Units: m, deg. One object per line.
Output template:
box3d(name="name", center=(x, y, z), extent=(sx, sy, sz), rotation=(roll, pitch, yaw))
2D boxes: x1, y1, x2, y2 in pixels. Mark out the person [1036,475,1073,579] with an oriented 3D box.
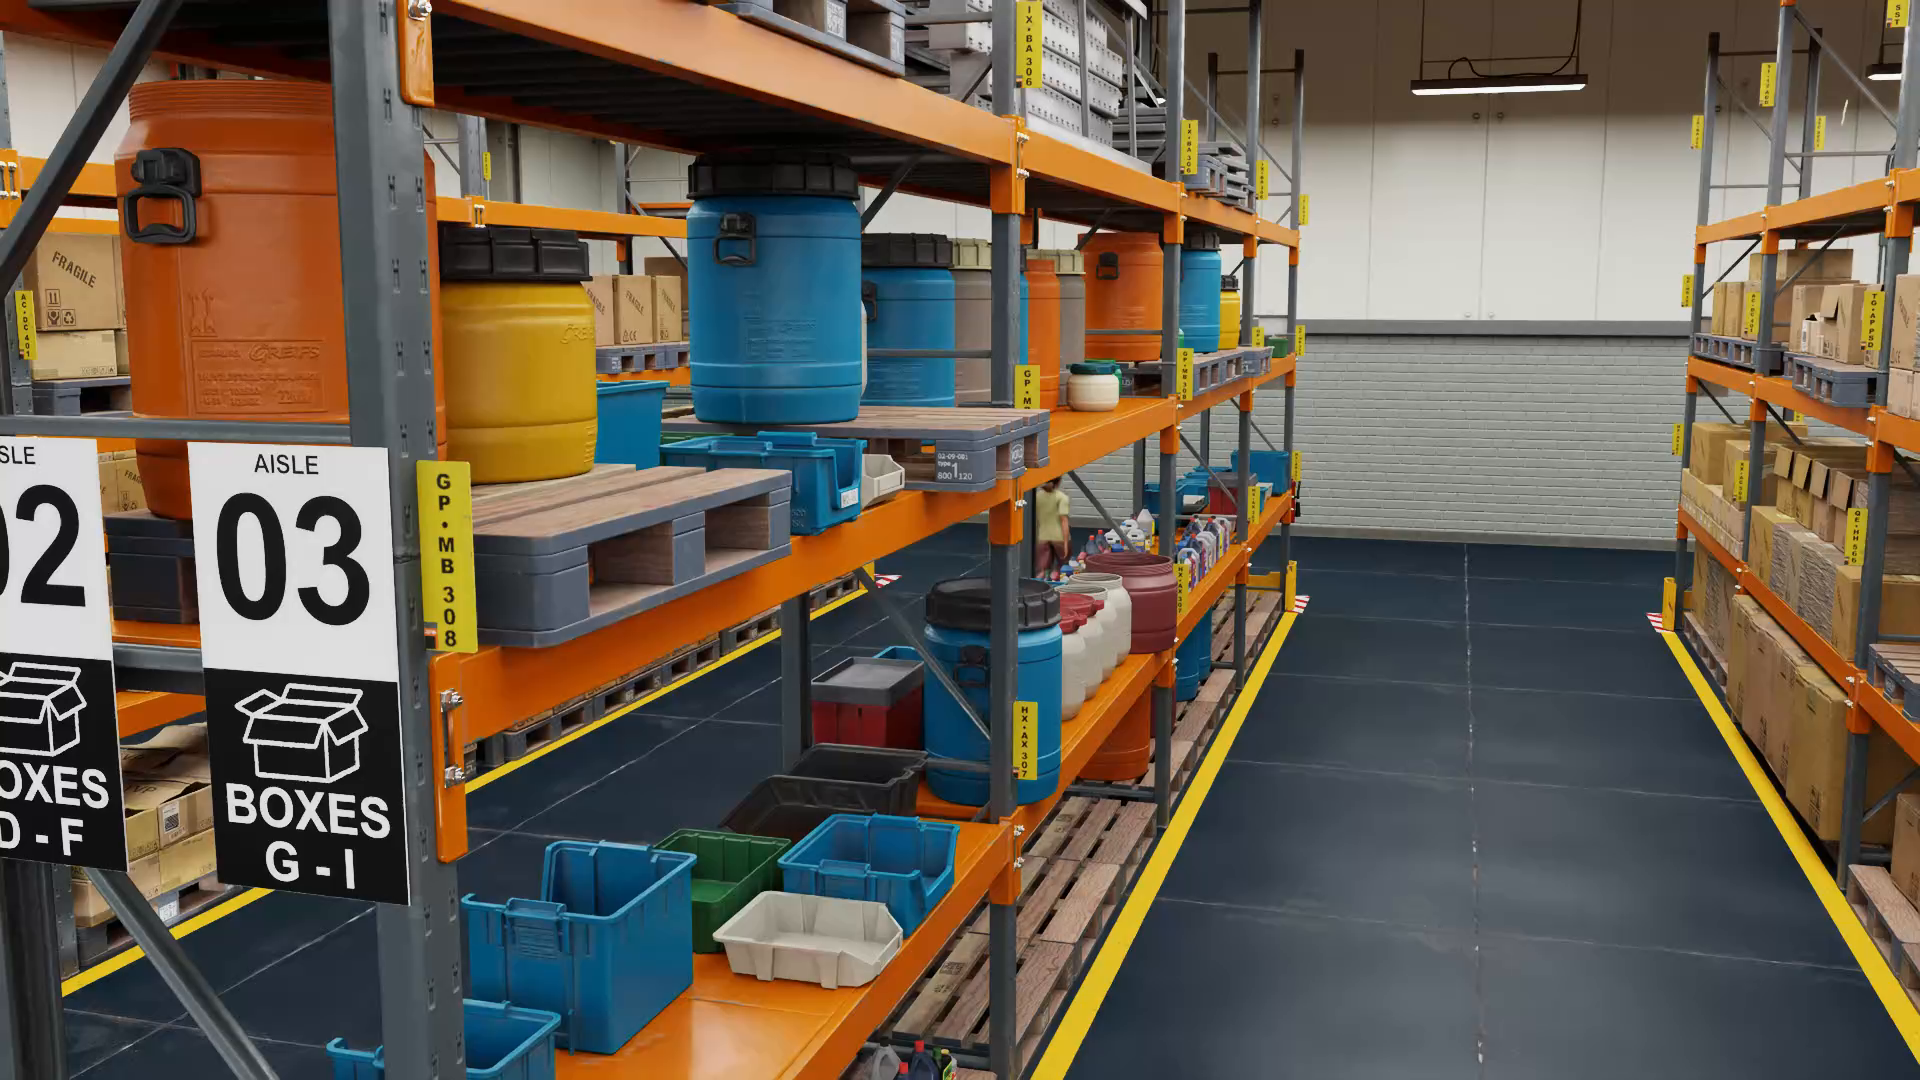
box3d(name="person", center=(0.952, 0.023, 17.692), extent=(0.463, 1.628, 0.862), rotation=(5, 10, 29))
